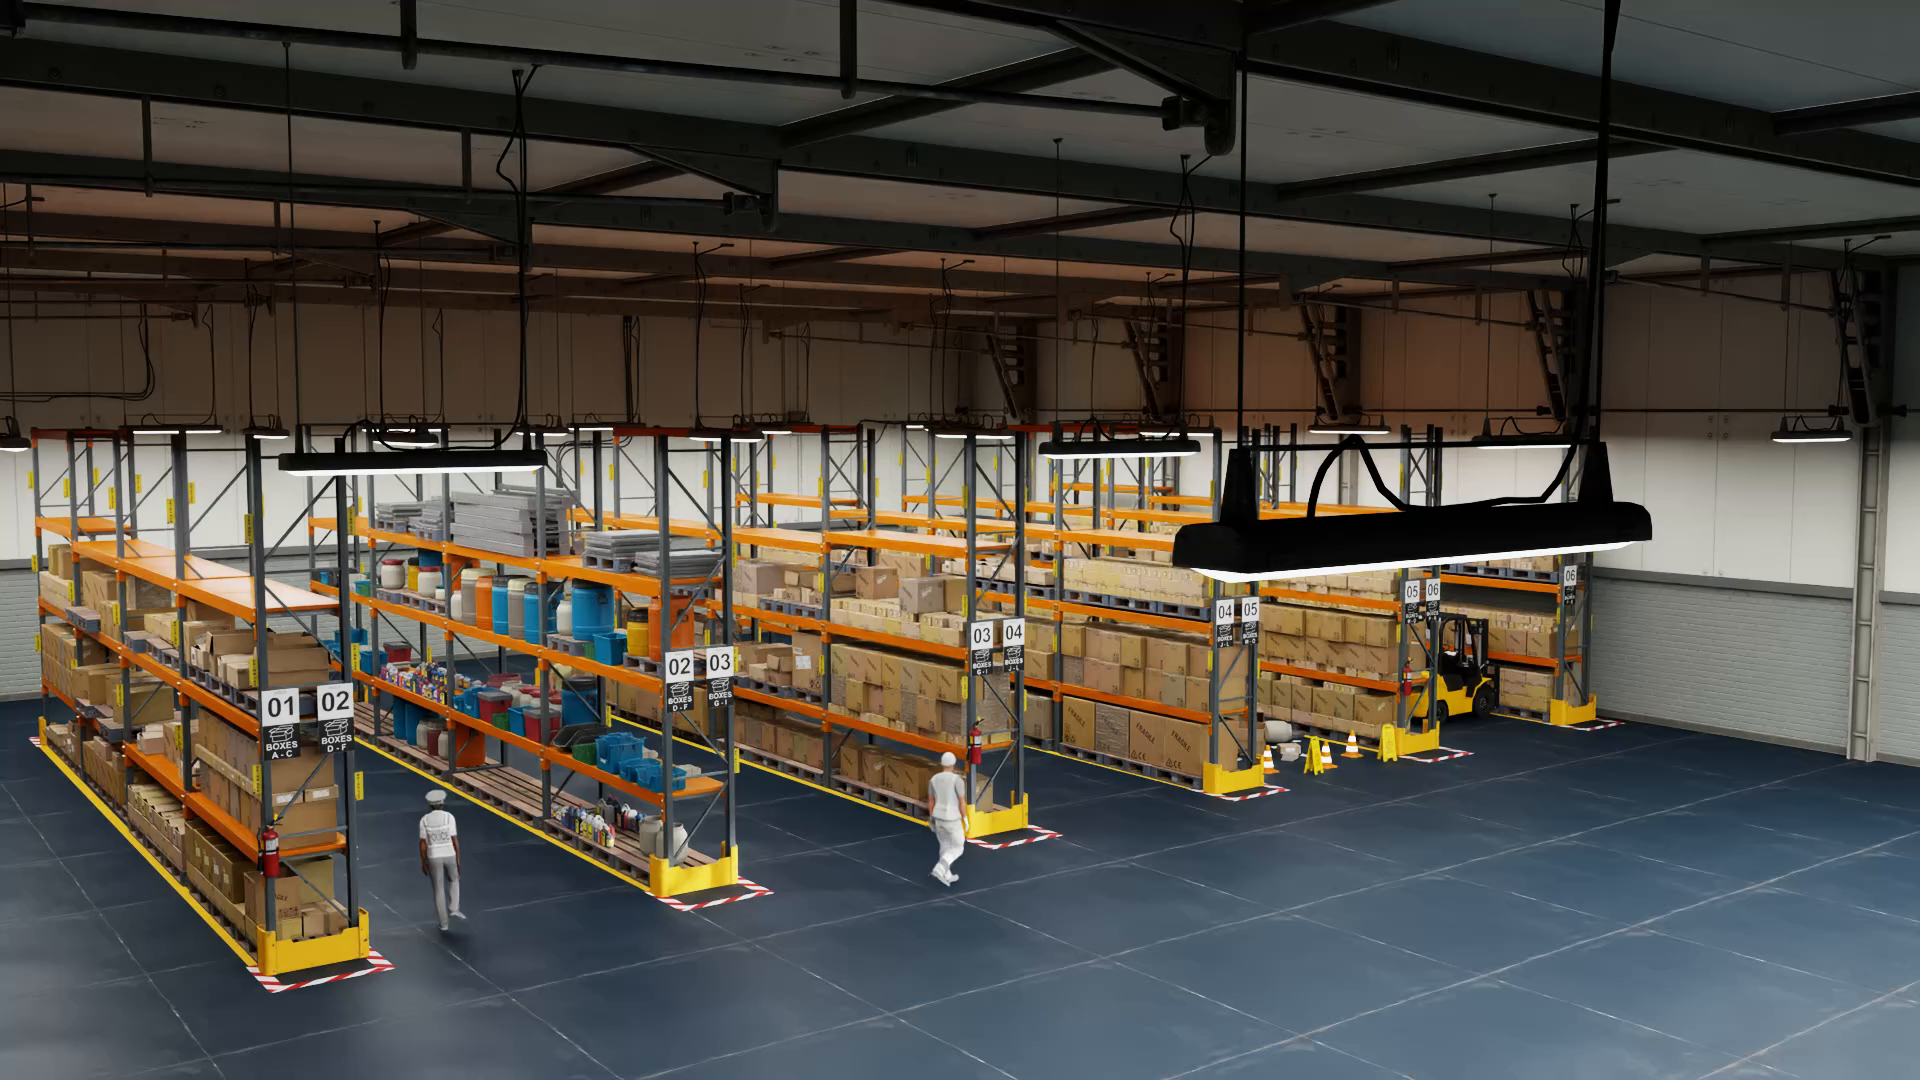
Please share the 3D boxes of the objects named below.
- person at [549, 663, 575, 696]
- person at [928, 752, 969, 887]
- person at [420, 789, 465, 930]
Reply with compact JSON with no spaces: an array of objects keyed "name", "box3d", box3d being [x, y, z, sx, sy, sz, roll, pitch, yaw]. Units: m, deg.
[{"name":"person","box3d":[-7.818,2.954,32.668,0.545,1.657,0.603,-4,6,-39]},{"name":"person","box3d":[-0.207,3.705,21.949,0.545,1.787,0.759,4,6,39]},{"name":"person","box3d":[-6.316,3.895,20.277,0.500,1.669,0.448,-2,5,-24]}]
